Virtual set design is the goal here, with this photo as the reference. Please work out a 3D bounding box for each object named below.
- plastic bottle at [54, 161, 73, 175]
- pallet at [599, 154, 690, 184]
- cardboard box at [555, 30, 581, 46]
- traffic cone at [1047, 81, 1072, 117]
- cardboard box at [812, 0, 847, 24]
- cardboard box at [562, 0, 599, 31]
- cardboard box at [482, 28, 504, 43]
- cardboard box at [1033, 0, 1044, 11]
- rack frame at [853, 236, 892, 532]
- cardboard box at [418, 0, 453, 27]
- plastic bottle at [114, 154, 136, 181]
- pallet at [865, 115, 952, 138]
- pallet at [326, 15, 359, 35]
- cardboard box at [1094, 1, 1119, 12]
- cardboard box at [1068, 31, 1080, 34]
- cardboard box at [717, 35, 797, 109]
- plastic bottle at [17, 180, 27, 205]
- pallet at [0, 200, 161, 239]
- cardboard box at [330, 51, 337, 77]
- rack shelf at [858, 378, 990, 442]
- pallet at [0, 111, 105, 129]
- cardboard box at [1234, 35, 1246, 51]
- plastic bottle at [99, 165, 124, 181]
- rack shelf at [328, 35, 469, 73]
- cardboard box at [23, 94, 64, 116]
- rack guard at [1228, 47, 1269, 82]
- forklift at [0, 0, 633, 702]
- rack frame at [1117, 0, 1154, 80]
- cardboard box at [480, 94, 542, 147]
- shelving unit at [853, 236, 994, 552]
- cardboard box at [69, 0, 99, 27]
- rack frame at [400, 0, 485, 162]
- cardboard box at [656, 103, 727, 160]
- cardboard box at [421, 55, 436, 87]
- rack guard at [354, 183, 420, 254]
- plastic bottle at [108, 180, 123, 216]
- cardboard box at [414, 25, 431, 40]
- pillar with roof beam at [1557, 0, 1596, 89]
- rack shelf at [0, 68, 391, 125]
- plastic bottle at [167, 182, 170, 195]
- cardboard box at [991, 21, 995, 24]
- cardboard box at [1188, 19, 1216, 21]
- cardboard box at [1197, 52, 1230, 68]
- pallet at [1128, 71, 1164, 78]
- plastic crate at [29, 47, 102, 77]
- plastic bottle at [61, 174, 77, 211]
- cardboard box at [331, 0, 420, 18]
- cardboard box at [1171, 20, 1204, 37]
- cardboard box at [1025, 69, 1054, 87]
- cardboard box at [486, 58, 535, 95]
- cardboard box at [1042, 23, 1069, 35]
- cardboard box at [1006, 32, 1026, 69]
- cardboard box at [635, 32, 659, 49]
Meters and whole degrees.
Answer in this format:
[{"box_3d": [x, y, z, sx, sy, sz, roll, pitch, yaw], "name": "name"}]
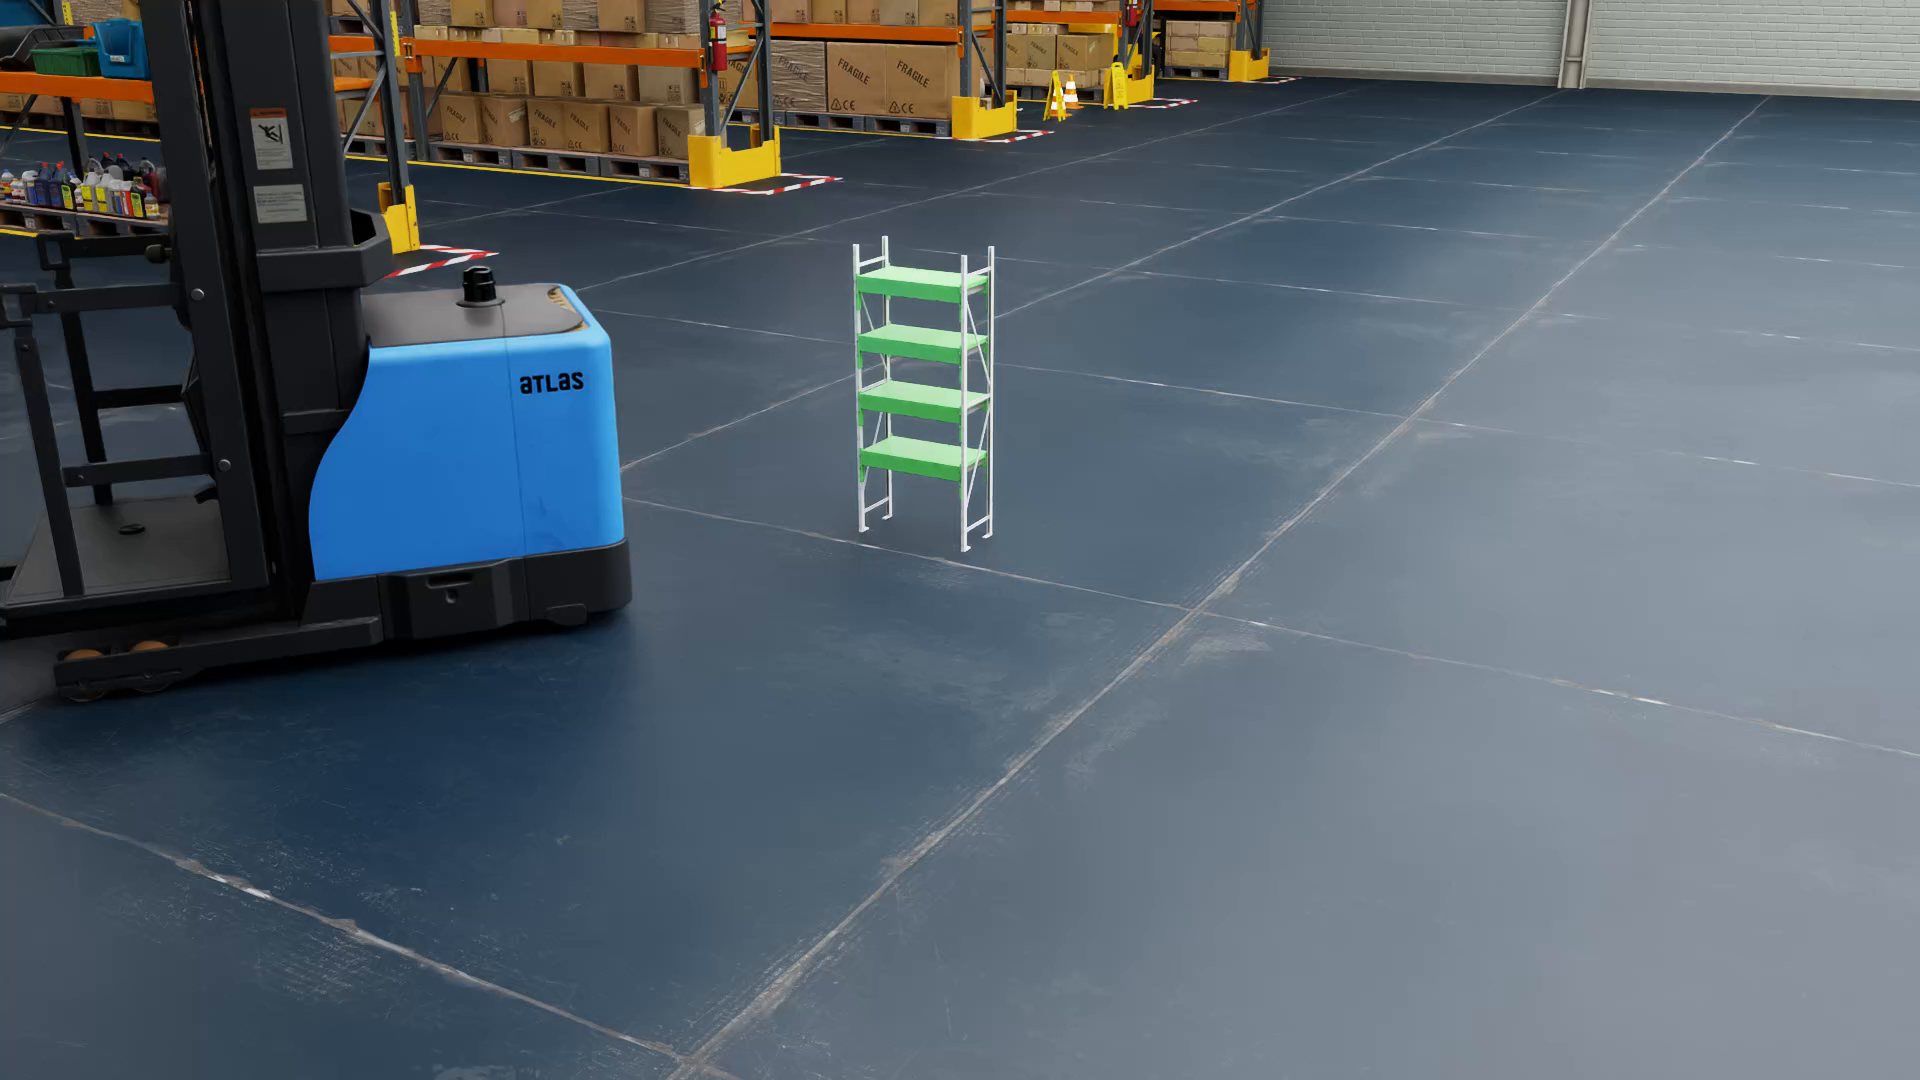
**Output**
[{"box_3d": [-7.553, -3.009, 14.000, 0.185, 0.351, 0.144, 11, 23, 27], "name": "plastic bottle"}, {"box_3d": [-2.976, -3.919, 17.358, 1.213, 0.211, 1.003, 11, 23, 27], "name": "pallet"}, {"box_3d": [-3.928, -5.157, 17.052, 0.250, 0.149, 0.380, 11, 23, 27], "name": "cardboard box"}, {"box_3d": [1.366, -6.129, 23.084, 0.334, 0.463, 0.336, 11, 23, 27], "name": "traffic cone"}, {"box_3d": [-1.458, -6.941, 21.381, 0.500, 0.550, 0.875, 11, 23, 27], "name": "cardboard box"}, {"box_3d": [-3.595, -5.501, 17.049, 0.500, 0.500, 0.875, 11, 23, 27], "name": "cardboard box"}, {"box_3d": [-4.804, -5.322, 17.506, 0.250, 0.149, 0.380, 11, 23, 27], "name": "cardboard box"}, {"box_3d": [1.301, -8.078, 25.105, 0.250, 0.149, 0.380, 11, 23, 28], "name": "cardboard box"}, {"box_3d": [-0.358, -0.632, 6.848, 0.015, 1.200, 0.240, 11, 23, 27], "name": "rack frame"}, {"box_3d": [-5.347, -5.830, 17.956, 0.500, 0.500, 0.875, 11, 23, 27], "name": "cardboard box"}, {"box_3d": [-7.255, -3.170, 14.446, 0.185, 0.351, 0.144, 10, 22, 25], "name": "plastic bottle"}, {"box_3d": [-0.447, -5.330, 21.249, 1.213, 0.211, 1.003, 11, 23, 27], "name": "pallet"}, {"box_3d": [-7.454, -5.994, 19.273, 1.213, 0.211, 1.003, 11, 23, 27], "name": "pallet"}, {"box_3d": [2.185, -7.902, 24.618, 0.250, 0.149, 0.380, 12, 23, 29], "name": "cardboard box"}, {"box_3d": [1.566, -7.585, 25.692, 0.500, 0.500, 0.500, 10, 22, 25], "name": "cardboard box"}, {"box_3d": [-2.688, -6.269, 22.250, 0.875, 0.875, 0.875, 11, 23, 28], "name": "cardboard box"}, {"box_3d": [-7.883, -2.936, 14.019, 0.097, 0.201, 0.097, 0, 20, 0], "name": "plastic bottle"}, {"box_3d": [-7.559, -2.827, 14.349, 1.213, 0.211, 1.003, 11, 23, 27], "name": "pallet"}, {"box_3d": [-9.671, -7.347, 25.771, 0.500, 0.500, 0.500, 12, 23, 29], "name": "cardboard box"}, {"box_3d": [-0.145, -0.532, 6.758, 0.480, 0.148, 0.258, 11, 23, 27], "name": "rack shelf"}, {"box_3d": [-11.983, -5.650, 22.132, 1.213, 0.211, 1.003, 11, 23, 27], "name": "pallet"}, {"box_3d": [4.724, -8.780, 29.353, 0.500, 0.250, 0.500, 11, 23, 28], "name": "cardboard box"}, {"box_3d": [-7.305, -3.087, 14.325, 0.135, 0.276, 0.152, 11, 23, 27], "name": "plastic bottle"}, {"box_3d": [-7.456, -5.731, 19.320, 4.000, 0.370, 1.077, 11, 23, 27], "name": "rack shelf"}, {"box_3d": [-11.345, -6.017, 21.553, 0.875, 0.875, 1.225, 10, 22, 25], "name": "cardboard box"}, {"box_3d": [5.054, -8.321, 29.070, 0.348, 0.500, 1.175, 11, 23, 27], "name": "rack guard"}, {"box_3d": [-2.764, -1.055, 5.475, 3.031, 2.935, 1.130, -7, 21, -19], "name": "forklift"}, {"box_3d": [2.615, -8.021, 24.580, 0.127, 3.000, 1.000, 11, 23, 27], "name": "rack frame"}, {"box_3d": [-4.876, -4.587, 18.163, 0.500, 0.500, 0.500, -17, 26, -39], "name": "cardboard box"}, {"box_3d": [-0.145, -0.592, 6.736, 0.503, 1.200, 0.258, 11, 23, 27], "name": "shelving unit"}, {"box_3d": [-10.641, -6.627, 20.589, 0.500, 0.500, 0.500, 10, 22, 26], "name": "cardboard box"}, {"box_3d": [-5.710, -5.736, 18.280, 0.127, 3.000, 1.000, 11, 23, 27], "name": "rack frame"}, {"box_3d": [-2.755, -4.202, 17.101, 0.500, 0.500, 0.500, 16, 25, 37], "name": "cardboard box"}, {"box_3d": [-7.848, -7.003, 24.821, 0.500, 0.500, 0.500, 12, 23, 29], "name": "cardboard box"}, {"box_3d": [-4.722, -2.420, 12.804, 0.348, 0.500, 1.175, 11, 23, 27], "name": "rack guard"}, {"box_3d": [-6.778, -2.771, 13.455, 0.135, 0.276, 0.152, 10, 22, 26], "name": "plastic bottle"}, {"box_3d": [-5.669, -5.493, 17.978, 0.250, 0.149, 0.380, 11, 23, 27], "name": "cardboard box"}, {"box_3d": [8.003, -10.425, 22.407, 0.400, 9.000, 9.100, 11, 23, 27], "name": "pillar with roof beam"}, {"box_3d": [-6.379, -3.591, 13.421, 4.000, 0.370, 1.077, 11, 23, 27], "name": "rack shelf"}, {"box_3d": [-6.716, -3.007, 14.214, 0.097, 0.201, 0.097, 0, 20, 0], "name": "plastic bottle"}, {"box_3d": [0.406, -9.461, 31.414, 0.625, 0.625, 0.875, 11, 22, 27], "name": "cardboard box"}, {"box_3d": [4.268, -9.093, 29.484, 0.500, 0.250, 0.500, 11, 23, 27], "name": "cardboard box"}, {"box_3d": [4.469, -8.389, 29.008, 0.500, 0.250, 0.500, 11, 23, 28], "name": "cardboard box"}, {"box_3d": [3.284, -8.507, 30.007, 1.213, 0.211, 1.003, 11, 23, 27], "name": "pallet"}, {"box_3d": [-7.078, -3.853, 13.398, 0.662, 0.188, 0.450, 11, 23, 27], "name": "plastic crate"}, {"box_3d": [-7.334, -2.863, 13.697, 0.133, 0.283, 0.061, 12, 23, 30], "name": "plastic bottle"}, {"box_3d": [-6.335, -6.390, 18.586, 1.000, 1.000, 1.000, 11, 23, 28], "name": "cardboard box"}, {"box_3d": [4.030, -8.942, 29.066, 0.500, 0.250, 0.500, 11, 23, 28], "name": "cardboard box"}, {"box_3d": [1.330, -7.069, 25.371, 0.500, 0.250, 0.500, 11, 23, 27], "name": "cardboard box"}, {"box_3d": [-6.207, -6.873, 24.098, 0.750, 0.750, 1.050, 10, 22, 27], "name": "cardboard box"}, {"box_3d": [1.436, -7.680, 25.005, 0.250, 0.149, 0.380, 12, 23, 29], "name": "cardboard box"}, {"box_3d": [0.894, -7.506, 25.476, 0.500, 0.500, 0.500, 10, 22, 26], "name": "cardboard box"}, {"box_3d": [-3.028, -5.007, 16.638, 0.250, 0.149, 0.380, 11, 23, 27], "name": "cardboard box"}]
